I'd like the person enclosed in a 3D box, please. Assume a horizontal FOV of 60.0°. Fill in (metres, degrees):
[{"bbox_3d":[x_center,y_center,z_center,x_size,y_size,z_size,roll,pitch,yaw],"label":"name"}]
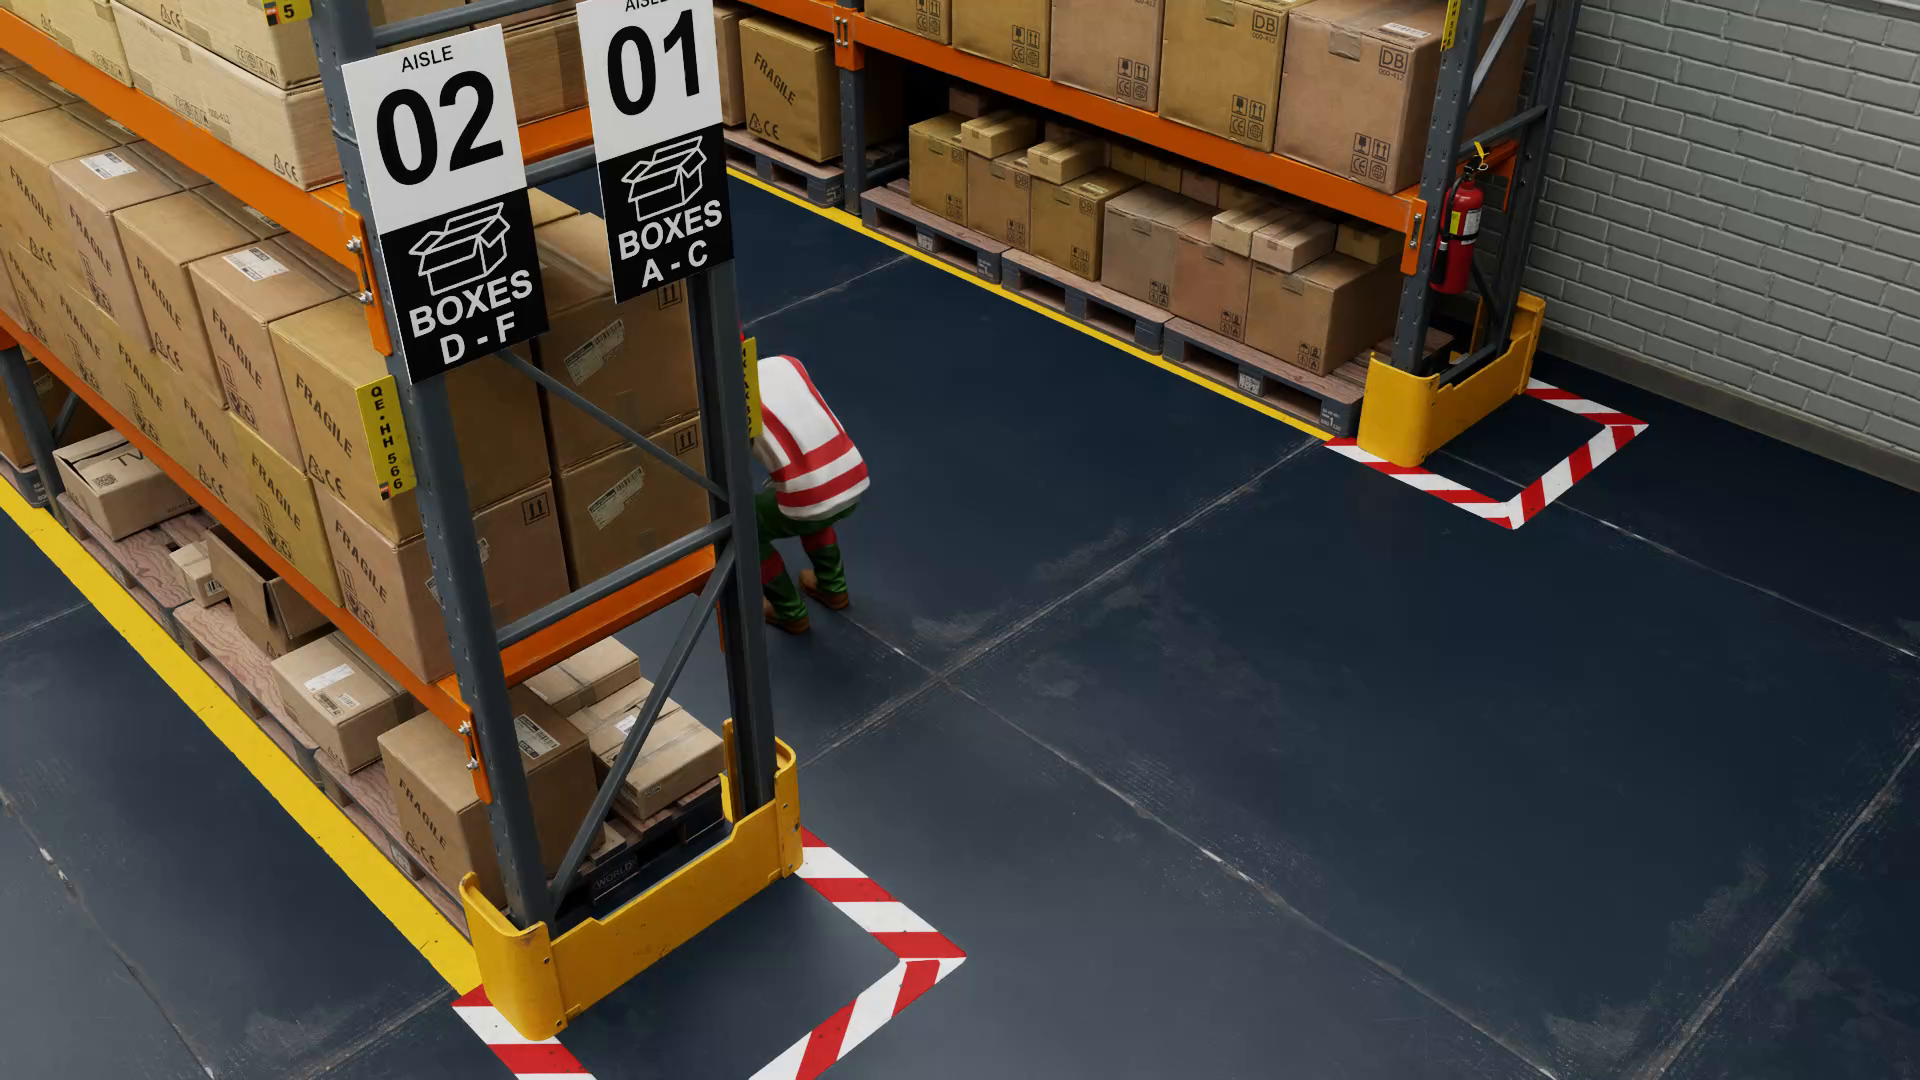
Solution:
[{"bbox_3d":[-0.774,-0.247,6.909,0.819,1.290,0.584,30,45,35],"label":"person"}]
